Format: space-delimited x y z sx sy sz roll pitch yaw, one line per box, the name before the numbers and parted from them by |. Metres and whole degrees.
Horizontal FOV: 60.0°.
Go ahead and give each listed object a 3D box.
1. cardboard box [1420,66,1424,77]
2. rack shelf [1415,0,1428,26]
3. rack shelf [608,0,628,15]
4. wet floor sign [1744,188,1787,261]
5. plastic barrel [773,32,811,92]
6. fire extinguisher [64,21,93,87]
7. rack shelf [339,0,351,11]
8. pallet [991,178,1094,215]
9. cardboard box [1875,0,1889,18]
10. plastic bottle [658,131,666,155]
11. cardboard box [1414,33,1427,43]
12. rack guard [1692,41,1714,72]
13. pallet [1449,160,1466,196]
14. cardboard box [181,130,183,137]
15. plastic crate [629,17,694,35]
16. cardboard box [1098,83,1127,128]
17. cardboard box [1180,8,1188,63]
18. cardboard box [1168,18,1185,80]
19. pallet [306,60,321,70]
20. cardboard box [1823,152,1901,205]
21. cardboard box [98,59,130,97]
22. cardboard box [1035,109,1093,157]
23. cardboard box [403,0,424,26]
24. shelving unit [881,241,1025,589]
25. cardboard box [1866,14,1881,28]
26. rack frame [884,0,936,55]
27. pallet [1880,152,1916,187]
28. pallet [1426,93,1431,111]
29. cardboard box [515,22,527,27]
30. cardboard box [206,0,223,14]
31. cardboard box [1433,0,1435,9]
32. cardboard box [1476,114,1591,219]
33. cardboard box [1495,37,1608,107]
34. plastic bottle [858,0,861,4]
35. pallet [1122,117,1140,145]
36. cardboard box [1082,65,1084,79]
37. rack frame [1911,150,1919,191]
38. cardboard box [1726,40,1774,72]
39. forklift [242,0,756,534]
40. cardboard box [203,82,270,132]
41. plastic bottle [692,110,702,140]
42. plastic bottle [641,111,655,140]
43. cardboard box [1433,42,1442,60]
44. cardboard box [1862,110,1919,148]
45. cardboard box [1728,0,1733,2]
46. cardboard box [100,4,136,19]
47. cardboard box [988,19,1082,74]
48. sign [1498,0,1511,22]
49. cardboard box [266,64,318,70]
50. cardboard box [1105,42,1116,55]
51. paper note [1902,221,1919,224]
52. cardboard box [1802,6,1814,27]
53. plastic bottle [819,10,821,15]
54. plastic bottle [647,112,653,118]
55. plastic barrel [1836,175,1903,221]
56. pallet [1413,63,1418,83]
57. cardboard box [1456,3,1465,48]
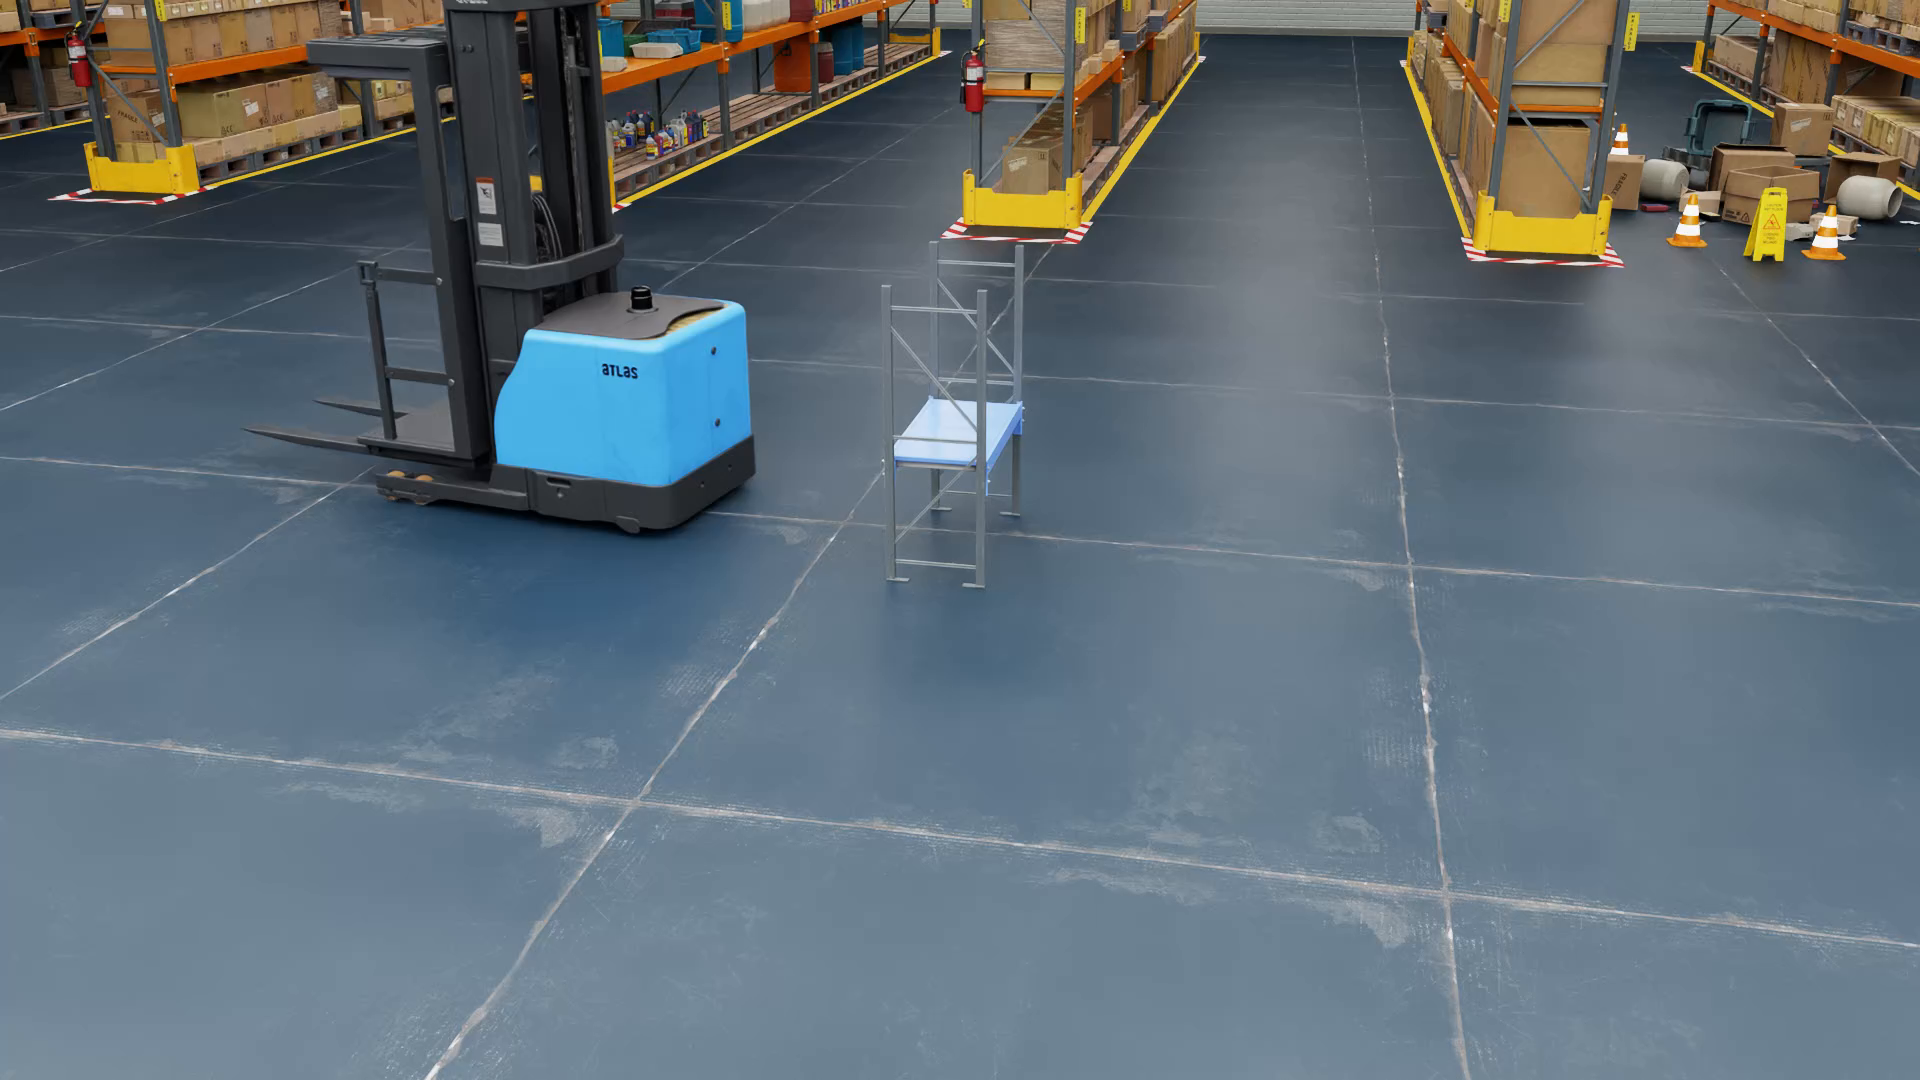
cardboard box | 7.643 -7.574 26.897 0.380 0.149 0.250 5 22 12
rack shelf | 8.305 -8.929 27.973 1.077 0.370 4.000 4 22 11
rack shelf | -6.227 -10.101 30.882 1.077 0.370 4.000 4 22 11
wet floor sign | 7.380 -2.889 15.164 0.267 0.644 0.232 1 22 2
plastic barrel | -2.520 -7.230 25.133 0.600 0.830 0.708 4 22 11
fire extinguisher | -9.563 -5.271 18.030 0.296 0.674 0.183 4 22 11
rack shelf | -11.894 -9.014 28.184 1.077 0.370 4.000 4 22 11
pallet | 0.829 -3.587 17.477 1.003 0.211 1.213 4 22 11
cardboard box | 11.427 -6.575 20.069 0.500 0.500 0.500 5 22 12
plastic bottle | -3.491 -4.639 19.420 0.097 0.271 0.097 0 22 0
cardboard box | 8.158 -8.785 29.109 0.380 0.149 0.250 4 22 11
rack guard | 13.584 -8.504 29.298 1.175 0.500 0.348 4 22 11
pallet | 6.032 -4.040 18.603 1.003 0.211 1.213 4 22 11
cardboard box | -9.174 -4.636 19.469 0.500 0.250 0.500 4 22 11
plastic crate | -3.651 -6.188 20.286 0.767 0.338 0.504 4 22 11
cardboard box | 1.805 -5.666 21.664 0.700 0.500 0.500 3 22 6
cardboard box | 3.458 -8.720 28.773 0.875 0.875 0.875 4 22 11
cardboard box | 2.951 -7.920 26.787 1.225 0.875 0.875 5 22 11
pallet | -11.569 -8.498 29.672 1.003 0.211 1.213 4 22 11
cardboard box | 9.580 -3.819 17.664 0.500 0.500 0.500 -16 27 -35
cardboard box | -12.784 -6.845 24.592 0.700 0.500 0.500 5 22 12
cardboard box | 1.199 -4.703 19.300 0.500 0.500 0.500 12 25 28
cardboard box | -7.886 -7.479 23.276 0.500 0.500 0.500 4 22 11
shelving unit | -0.017 -0.664 8.496 0.538 1.500 1.048 4 22 11
cardboard box | 11.431 -6.406 20.518 0.380 0.149 0.250 5 22 11
rack frame | -0.971 -10.787 31.623 1.000 3.000 0.127 4 22 11
pallet | 11.288 -4.257 19.141 1.003 0.211 1.213 4 22 11
pallet | 7.492 -6.506 24.725 1.003 0.211 1.213 4 22 11
cardboard box | -7.279 -8.388 27.419 0.500 0.250 0.500 4 22 10
cardboard box | -8.636 -6.069 18.906 0.380 0.149 0.250 4 22 10
cardboard box | 6.783 -7.453 23.119 0.380 0.149 0.250 4 22 11
cardboard box | 5.522 -3.605 16.072 0.875 0.875 0.875 5 22 11
cardboard box | 5.479 -4.352 15.443 0.875 0.550 0.550 4 22 11
plastic bottle | -1.692 -8.873 26.935 0.144 0.351 0.185 4 22 11
pallet | 1.833 -5.460 22.128 1.003 0.211 1.213 4 22 11
cardboard box | 1.071 -4.801 17.095 0.380 0.149 0.250 4 22 11
rack frame | 11.131 -5.266 17.913 1.000 3.000 0.127 4 22 11
cardboard box | 13.364 -8.076 27.759 0.875 0.438 0.875 5 22 12
forklift | -2.751 -1.727 9.219 3.031 2.935 1.130 8 23 20
cardboard box | -8.567 -5.128 19.685 0.500 0.500 0.500 4 22 11
plastic bottle | -3.269 -5.116 20.499 0.144 0.351 0.185 4 22 9
plastic bottle | -3.849 -5.099 20.457 0.144 0.351 0.185 4 22 11
cardboard box | 7.175 -7.092 24.229 0.500 0.250 0.500 5 22 12
cardboard box | 11.519 -4.951 20.087 0.950 0.372 0.625 5 23 13
cardboard box | 13.003 -9.175 27.486 0.500 0.500 0.500 4 22 11
cardboard box | -9.193 -5.816 18.278 0.380 0.149 0.250 4 22 10
cardboard box | 0.752 -4.942 16.576 0.875 0.500 0.500 4 22 11
sign | 4.920 -4.836 14.980 0.100 0.325 0.005 4 22 11
cardboard box | -8.669 -5.899 21.600 0.500 0.500 0.500 4 22 11
cardboard box | 1.613 -5.713 19.359 0.380 0.149 0.250 4 22 11
paper note | 9.593 -3.211 16.785 0.142 0.019 0.148 -3 22 -8
cardboard box | 12.003 -7.235 23.003 0.500 0.250 0.500 4 22 10
plastic bottle | -2.128 -7.979 24.916 0.097 0.201 0.097 0 22 0
plastic bottle | -3.914 -5.254 20.947 0.097 0.271 0.097 0 22 0
plastic barrel | 9.254 -3.478 16.924 0.421 0.421 0.512 -16 27 -35
pallet | 8.246 -7.934 28.271 1.003 0.211 1.213 4 22 11
cardboard box | 6.315 -6.233 20.181 0.500 0.500 0.500 5 22 11
